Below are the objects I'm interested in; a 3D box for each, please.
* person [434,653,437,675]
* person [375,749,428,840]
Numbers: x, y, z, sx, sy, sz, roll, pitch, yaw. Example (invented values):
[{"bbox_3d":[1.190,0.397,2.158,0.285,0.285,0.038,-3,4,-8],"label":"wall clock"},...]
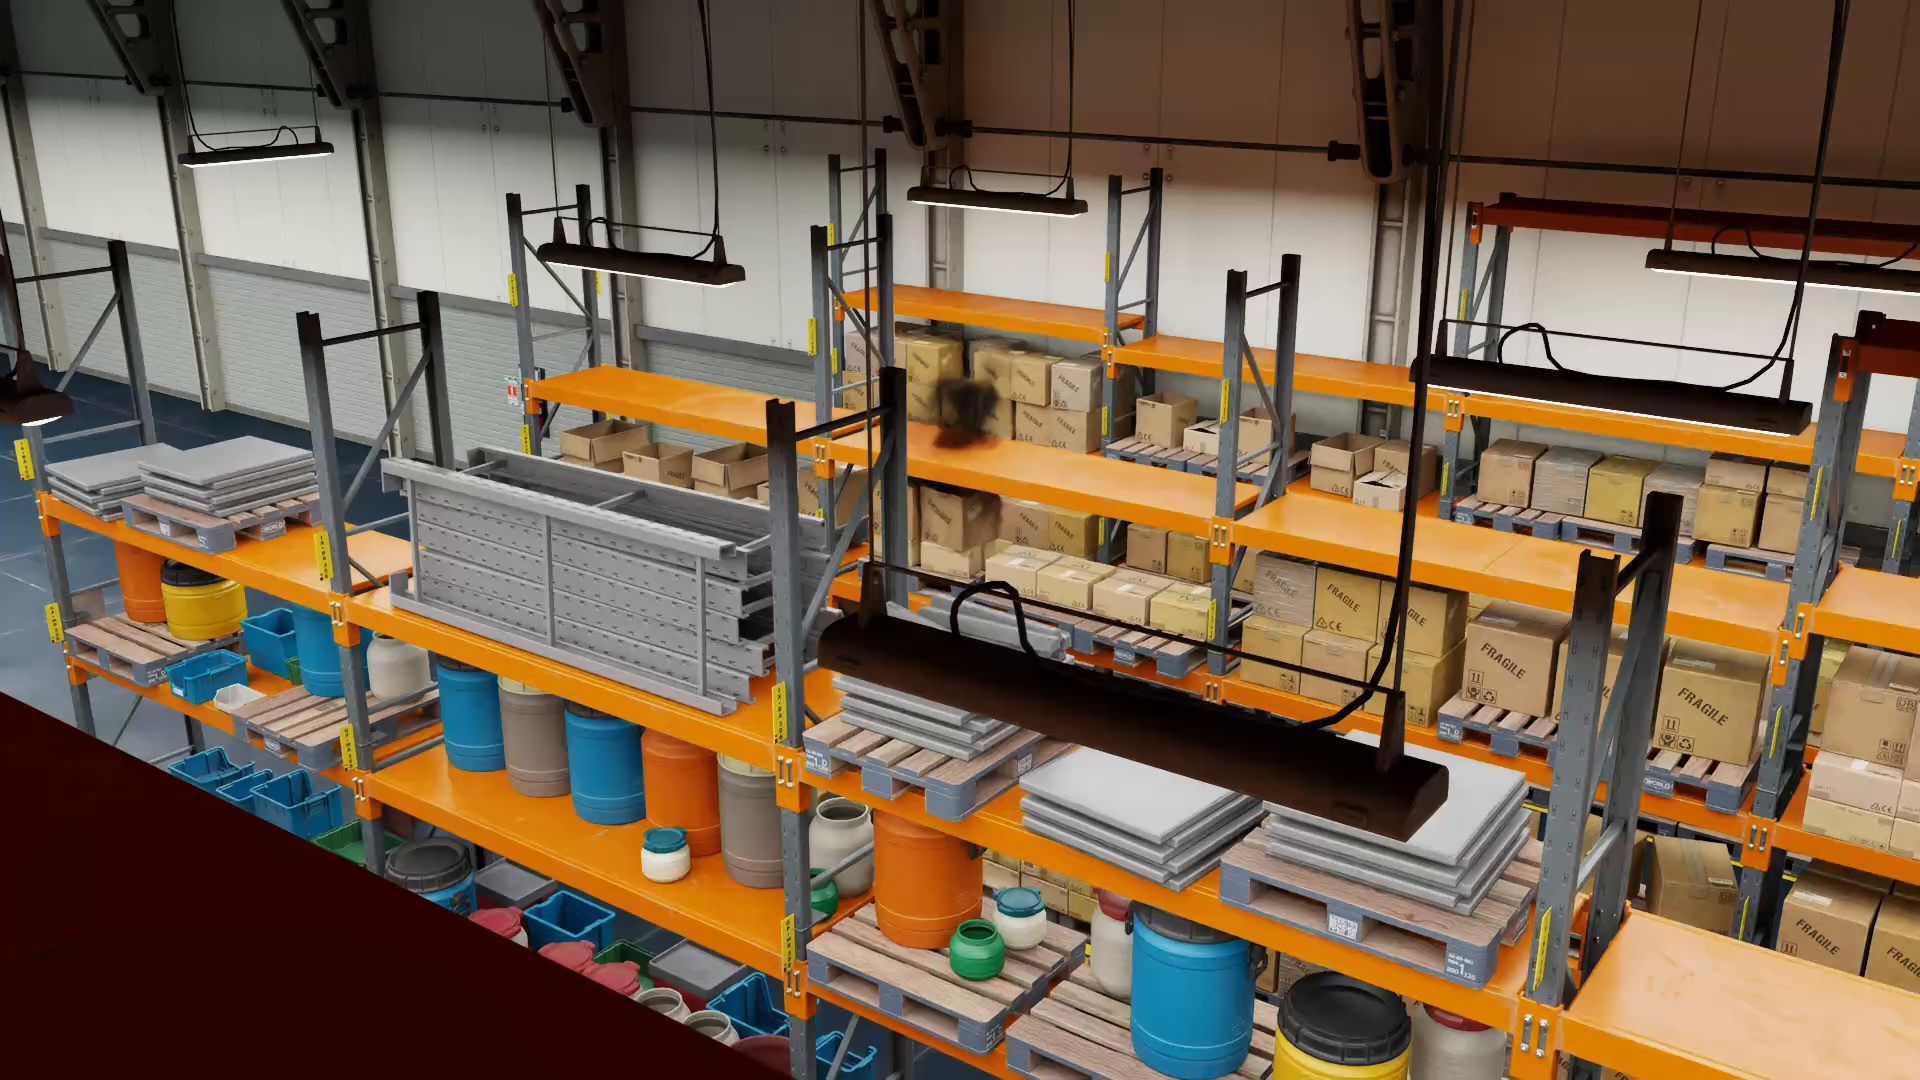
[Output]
[{"bbox_3d":[-5.784,1.108,19.159,0.798,1.700,0.596,-8,20,-22],"label":"person"},{"bbox_3d":[-5.042,2.451,14.884,1.001,1.780,0.695,10,21,29],"label":"person"}]
